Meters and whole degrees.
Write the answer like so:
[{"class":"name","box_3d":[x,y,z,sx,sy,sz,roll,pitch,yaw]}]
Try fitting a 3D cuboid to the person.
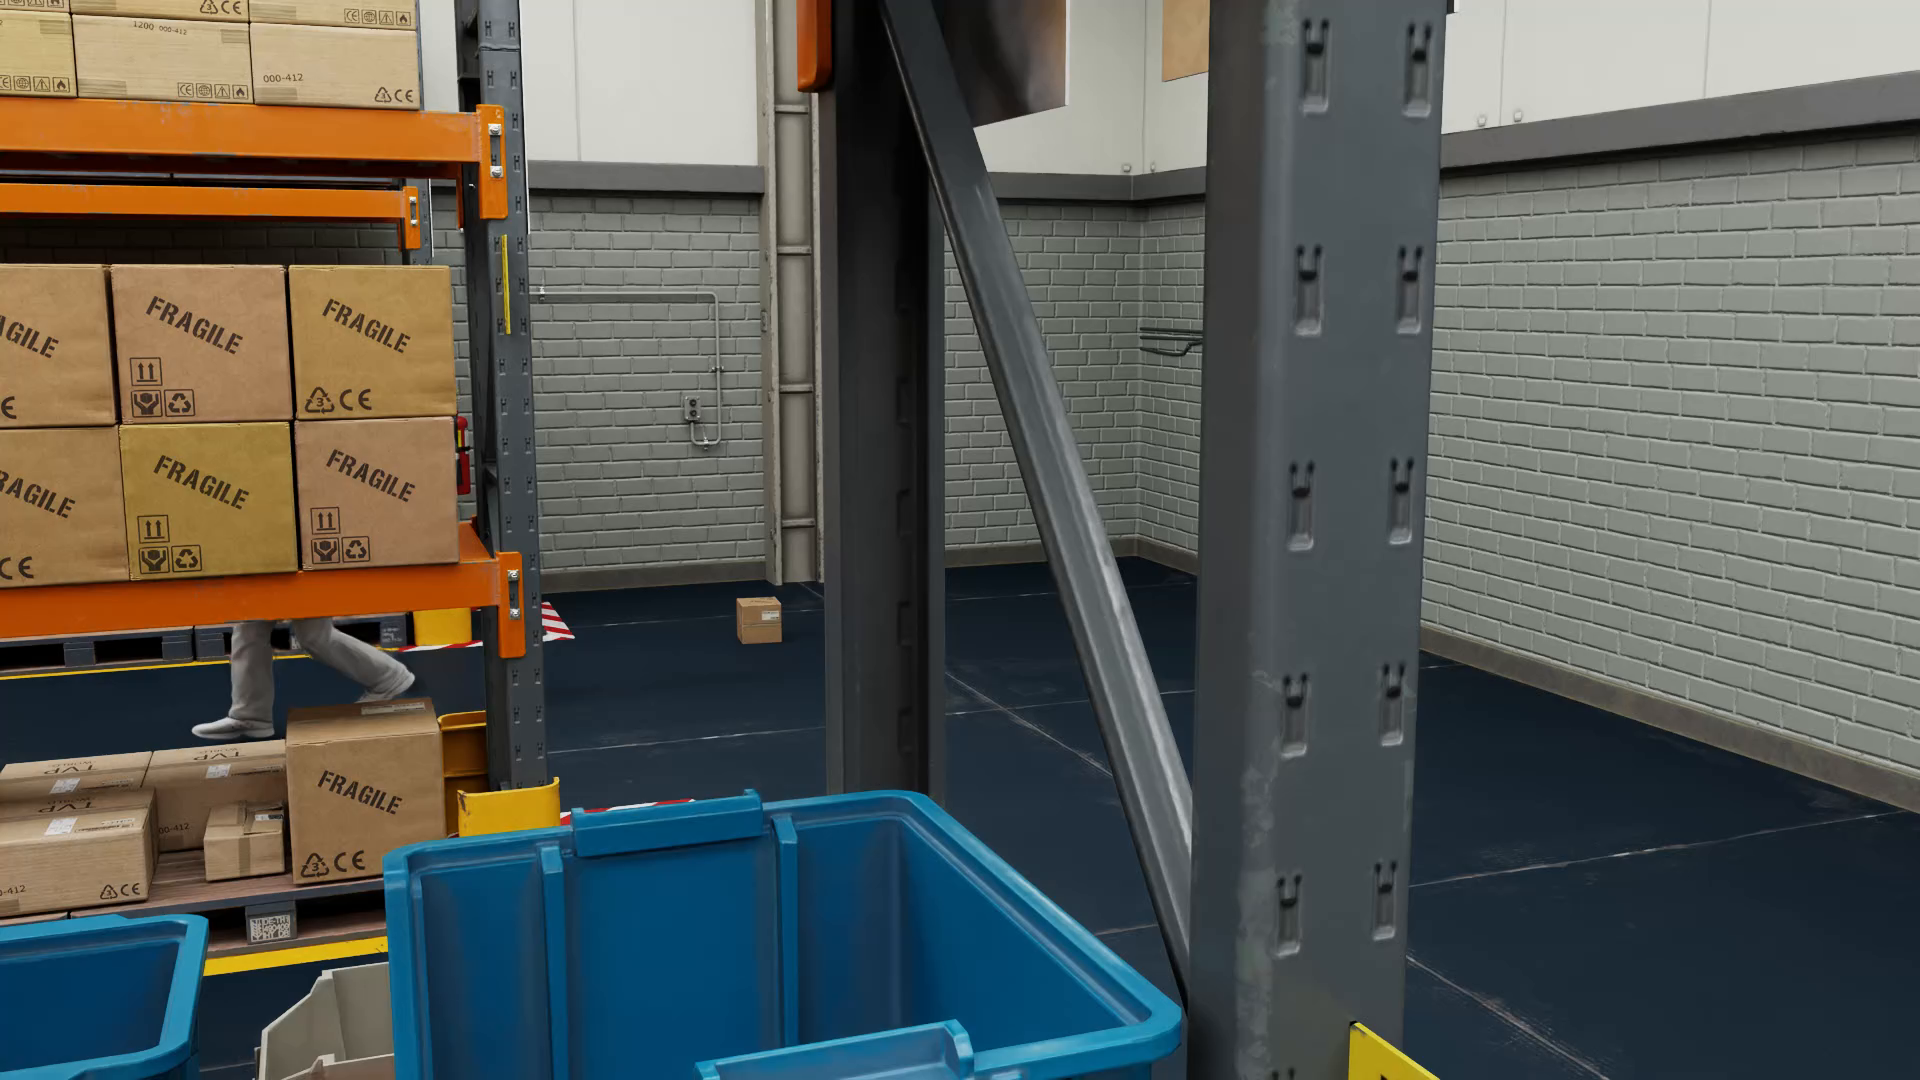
[{"class":"person","box_3d":[-3.257,0.104,8.203,1.043,1.741,0.614,-7,11,-38]}]
